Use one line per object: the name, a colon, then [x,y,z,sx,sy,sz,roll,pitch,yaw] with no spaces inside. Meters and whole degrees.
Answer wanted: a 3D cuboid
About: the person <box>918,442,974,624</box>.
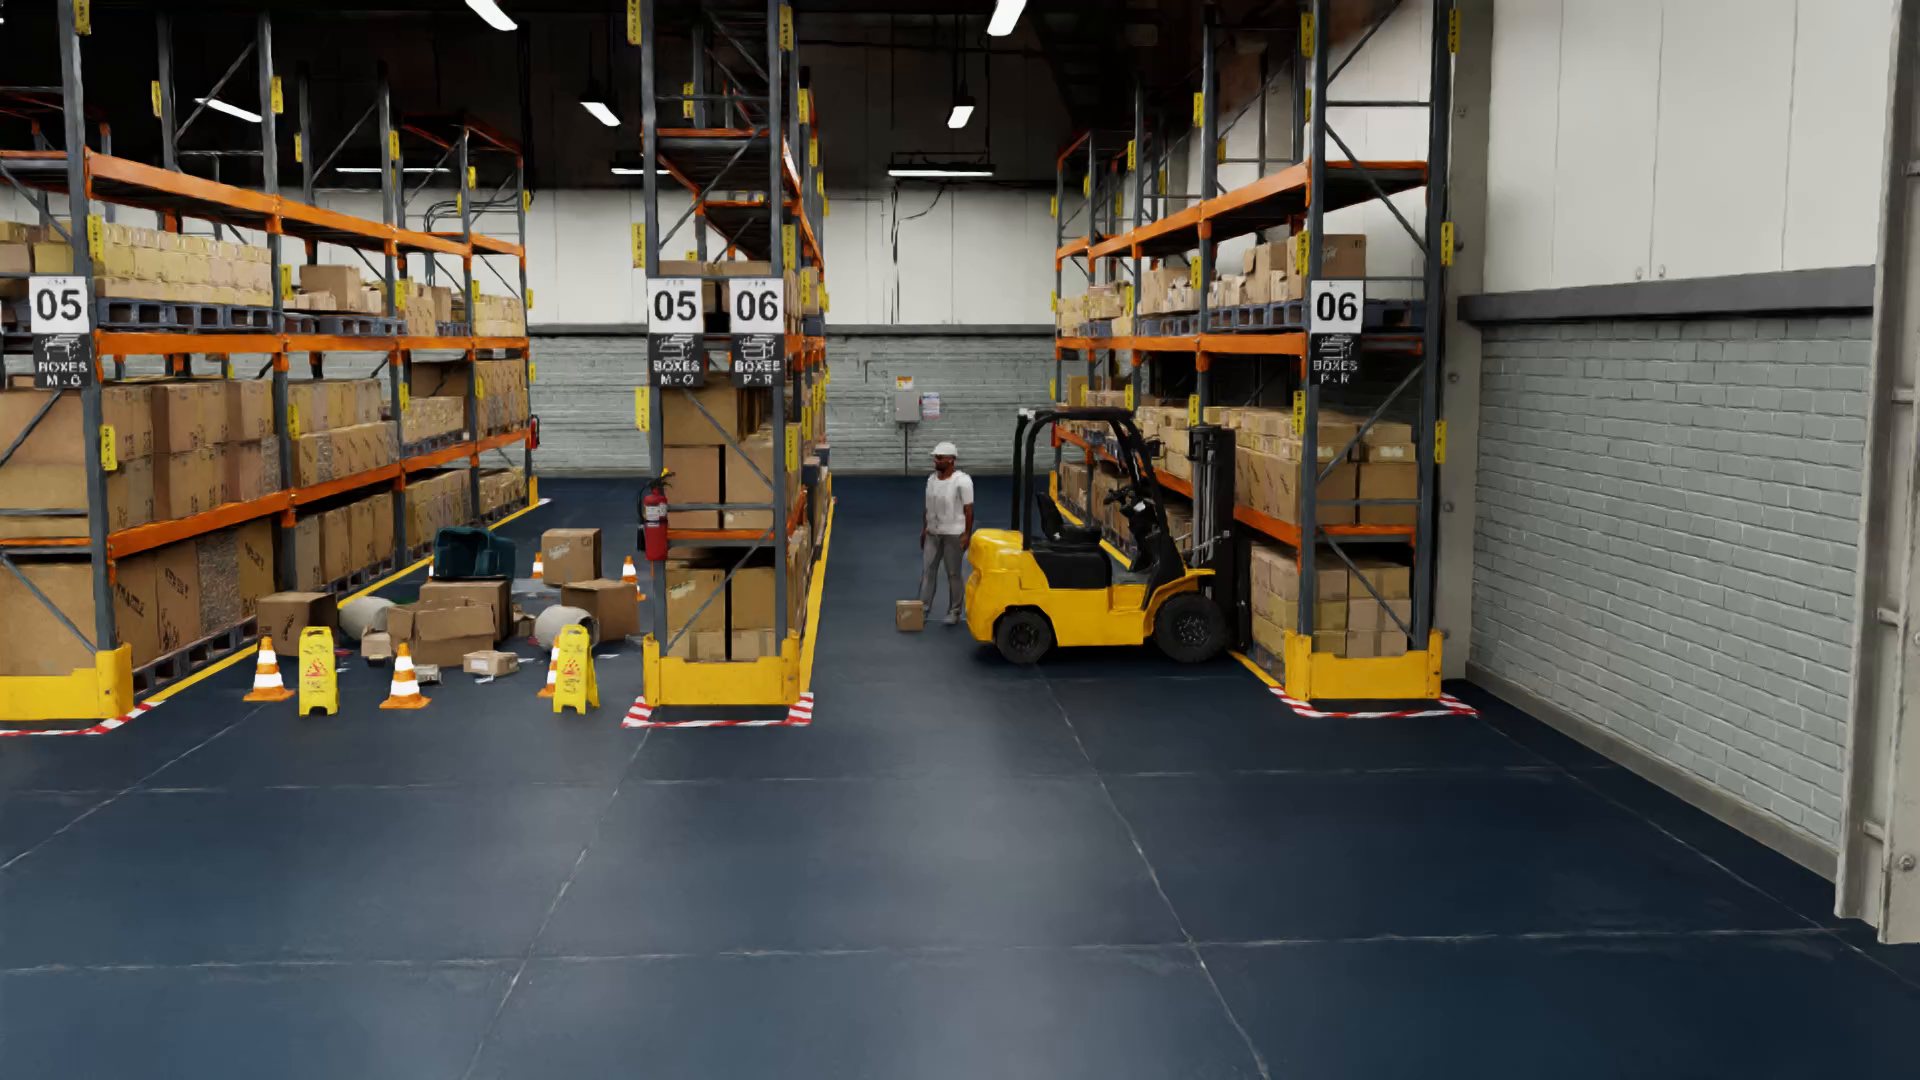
person: [-0.193,-0.060,16.052,0.578,1.769,0.571,5,9,38]
